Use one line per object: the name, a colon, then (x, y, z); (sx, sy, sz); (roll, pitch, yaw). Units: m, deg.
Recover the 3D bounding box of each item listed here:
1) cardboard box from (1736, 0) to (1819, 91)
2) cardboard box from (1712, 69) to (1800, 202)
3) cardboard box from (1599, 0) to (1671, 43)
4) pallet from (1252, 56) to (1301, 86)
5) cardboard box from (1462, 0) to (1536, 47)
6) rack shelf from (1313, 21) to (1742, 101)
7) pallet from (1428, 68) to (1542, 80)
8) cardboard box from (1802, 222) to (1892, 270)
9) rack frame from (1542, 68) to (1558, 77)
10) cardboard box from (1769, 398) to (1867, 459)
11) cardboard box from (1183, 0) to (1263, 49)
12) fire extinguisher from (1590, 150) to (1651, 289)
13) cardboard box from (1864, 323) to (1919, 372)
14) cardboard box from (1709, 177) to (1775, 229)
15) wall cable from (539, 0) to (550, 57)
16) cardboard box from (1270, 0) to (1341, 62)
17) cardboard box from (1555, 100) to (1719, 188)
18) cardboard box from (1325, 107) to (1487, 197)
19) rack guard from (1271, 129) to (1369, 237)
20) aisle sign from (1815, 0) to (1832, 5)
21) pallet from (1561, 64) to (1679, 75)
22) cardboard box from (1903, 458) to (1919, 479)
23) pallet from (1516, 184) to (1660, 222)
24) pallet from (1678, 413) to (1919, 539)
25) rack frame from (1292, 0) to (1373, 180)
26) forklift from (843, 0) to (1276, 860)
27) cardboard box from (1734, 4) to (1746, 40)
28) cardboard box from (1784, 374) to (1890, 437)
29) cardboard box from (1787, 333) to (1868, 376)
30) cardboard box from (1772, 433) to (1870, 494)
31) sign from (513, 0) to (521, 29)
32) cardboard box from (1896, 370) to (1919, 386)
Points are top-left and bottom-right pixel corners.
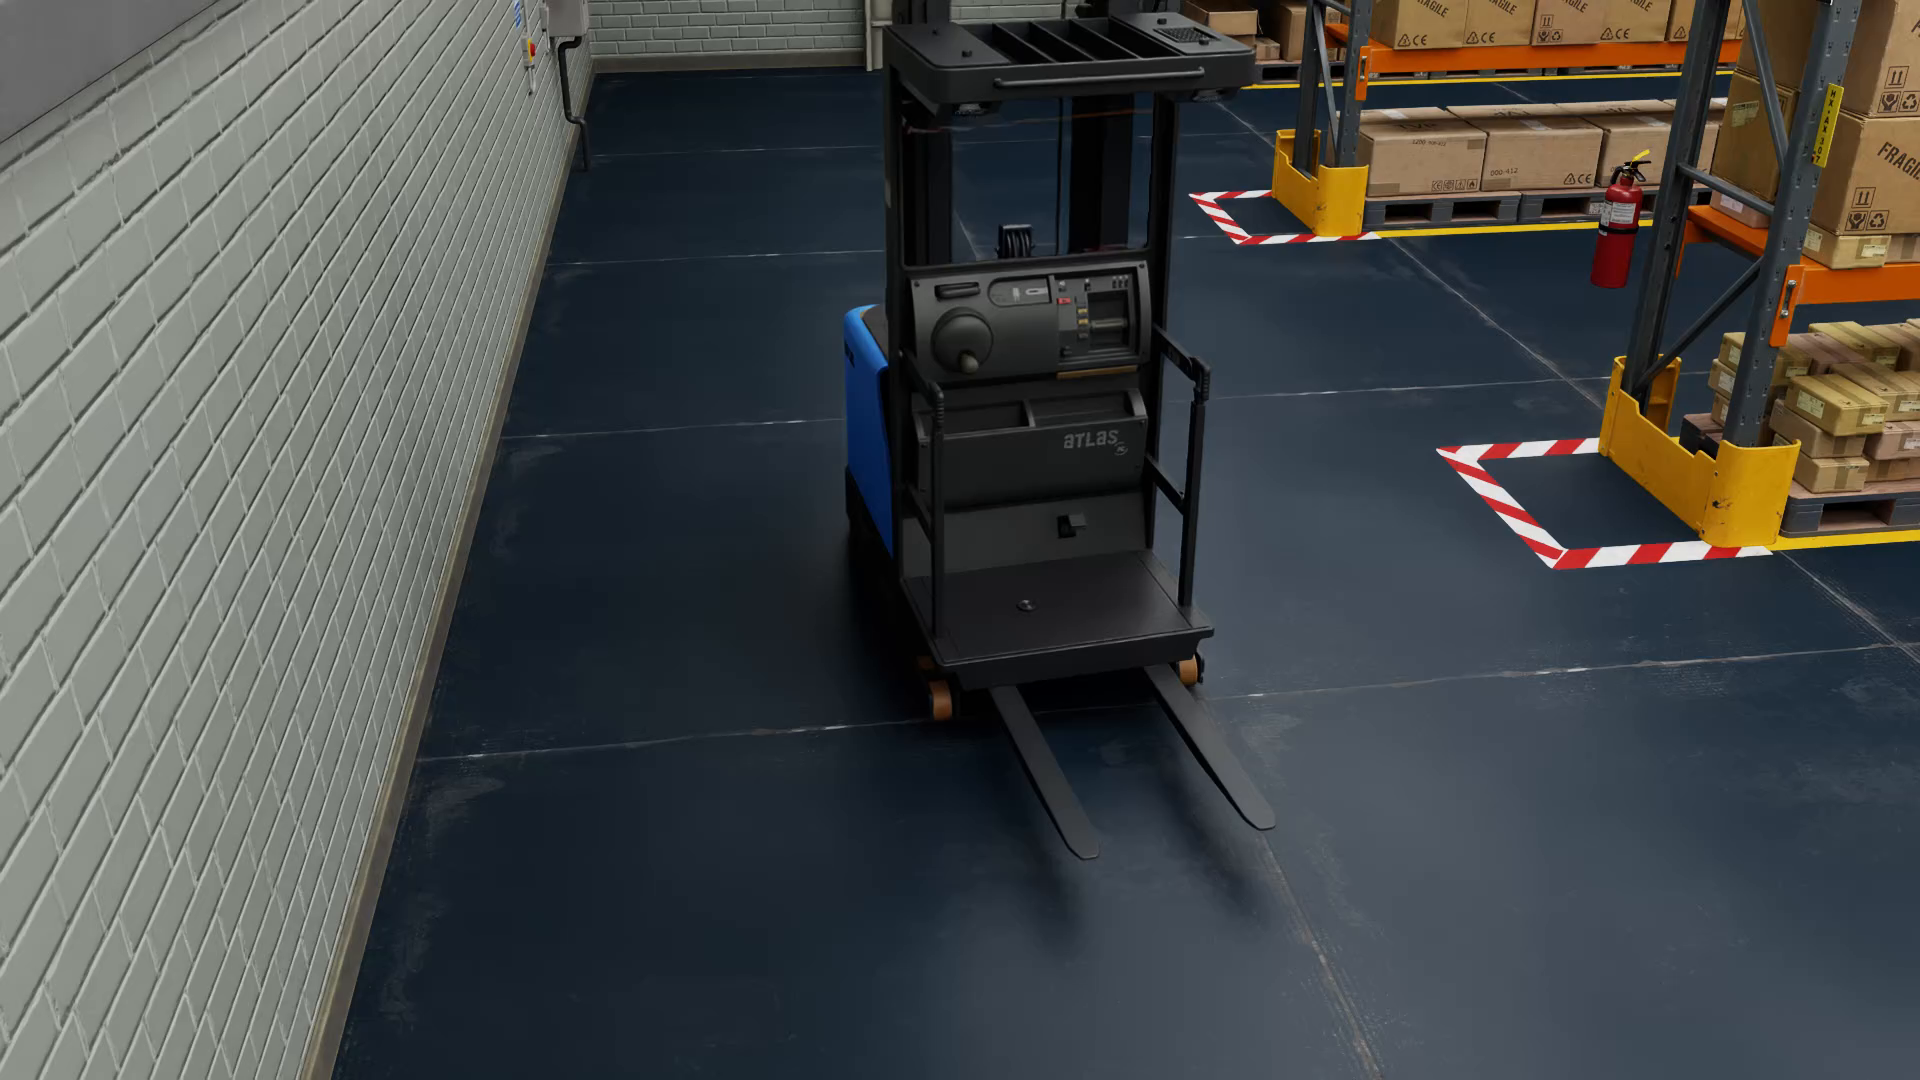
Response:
cardboard box: (3.905, -2.327, 7.468); (0.500, 0.500, 0.500); (-4, 27, -8)
cardboard box: (3.896, -1.885, 7.703); (0.500, 0.500, 0.500); (-3, 27, -6)
cardboard box: (4.709, -3.848, 11.855); (0.500, 0.500, 0.500); (-3, 27, -5)
pallet: (2.866, -4.854, 16.978); (1.213, 0.211, 1.003); (-4, 27, -7)
cardboard box: (3.709, -3.785, 11.731); (0.500, 0.500, 0.500); (-4, 27, -8)
rack shelf: (4.678, -3.602, 12.272); (4.000, 0.370, 1.077); (-4, 27, -7)
pallet: (5.283, -5.009, 17.281); (1.213, 0.211, 1.003); (-4, 27, -7)
cardboard box: (3.853, -1.324, 7.320); (0.250, 0.149, 0.380); (-4, 27, -8)
rack frame: (5.963, -6.293, 16.728); (0.127, 3.000, 1.000); (-4, 27, -7)
cardboard box: (4.041, -0.532, 7.837); (0.250, 0.149, 0.380); (-3, 27, -5)
cardboard box: (2.621, -5.111, 16.699); (0.637, 0.503, 0.797); (-5, 28, -9)
fire extinguisher: (3.173, -1.556, 7.989); (0.183, 0.674, 0.296); (-4, 27, -7)
cardboard box: (4.737, -0.947, 8.320); (0.250, 0.149, 0.380); (-5, 28, -9)
cardboard box: (3.770, -1.600, 7.858); (0.250, 0.149, 0.380); (-4, 27, -7)
wall cable: (-3.092, -4.518, 12.157); (0.122, 1.984, 0.588); (-4, 27, -7)
cardboard box: (3.473, -5.146, 16.771); (0.500, 0.500, 0.700); (-3, 27, -5)
cardboard box: (5.135, -3.047, 12.750); (0.875, 0.438, 0.875); (-4, 27, -9)
cardboard box: (3.337, -2.929, 12.519); (0.875, 0.438, 0.875); (-5, 28, -9)
rack guard: (2.673, -2.681, 12.428); (0.348, 0.500, 1.175); (-4, 27, -7)
aisle sign: (3.456, -2.580, 6.644); (0.004, 0.787, 0.394); (-4, 27, -7)
pallet: (6.763, -5.121, 17.499); (1.213, 0.211, 1.003); (-4, 27, -7)
cardboard box: (4.543, -0.443, 7.991); (0.250, 0.149, 0.380); (-3, 27, -7)
pallet: (4.683, -2.716, 12.813); (1.213, 0.211, 1.003); (-4, 27, -7)
pallet: (4.372, -0.363, 8.227); (1.213, 0.211, 1.003); (-4, 27, -7)
rack frame: (2.697, -3.795, 11.860); (0.127, 3.000, 1.000); (-4, 27, -7)
forklift: (0.329, -0.798, 6.095); (1.130, 2.935, 3.031); (-7, 28, -13)
cardboard box: (5.726, -3.913, 11.982); (0.500, 0.500, 0.500); (-4, 27, -8)
cardboard box: (4.053, -0.626, 7.696); (0.250, 0.149, 0.380); (-5, 28, -9)
cardboard box: (4.233, -0.885, 8.200); (0.250, 0.149, 0.380); (-3, 27, -6)
cardboard box: (4.050, -0.370, 7.849); (0.250, 0.149, 0.380); (-3, 27, -6)
sign: (-2.937, -3.520, 11.029); (0.001, 0.218, 0.327); (-4, 27, -7)
cardboard box: (4.577, -0.656, 7.755); (0.250, 0.149, 0.380); (-4, 27, -7)
